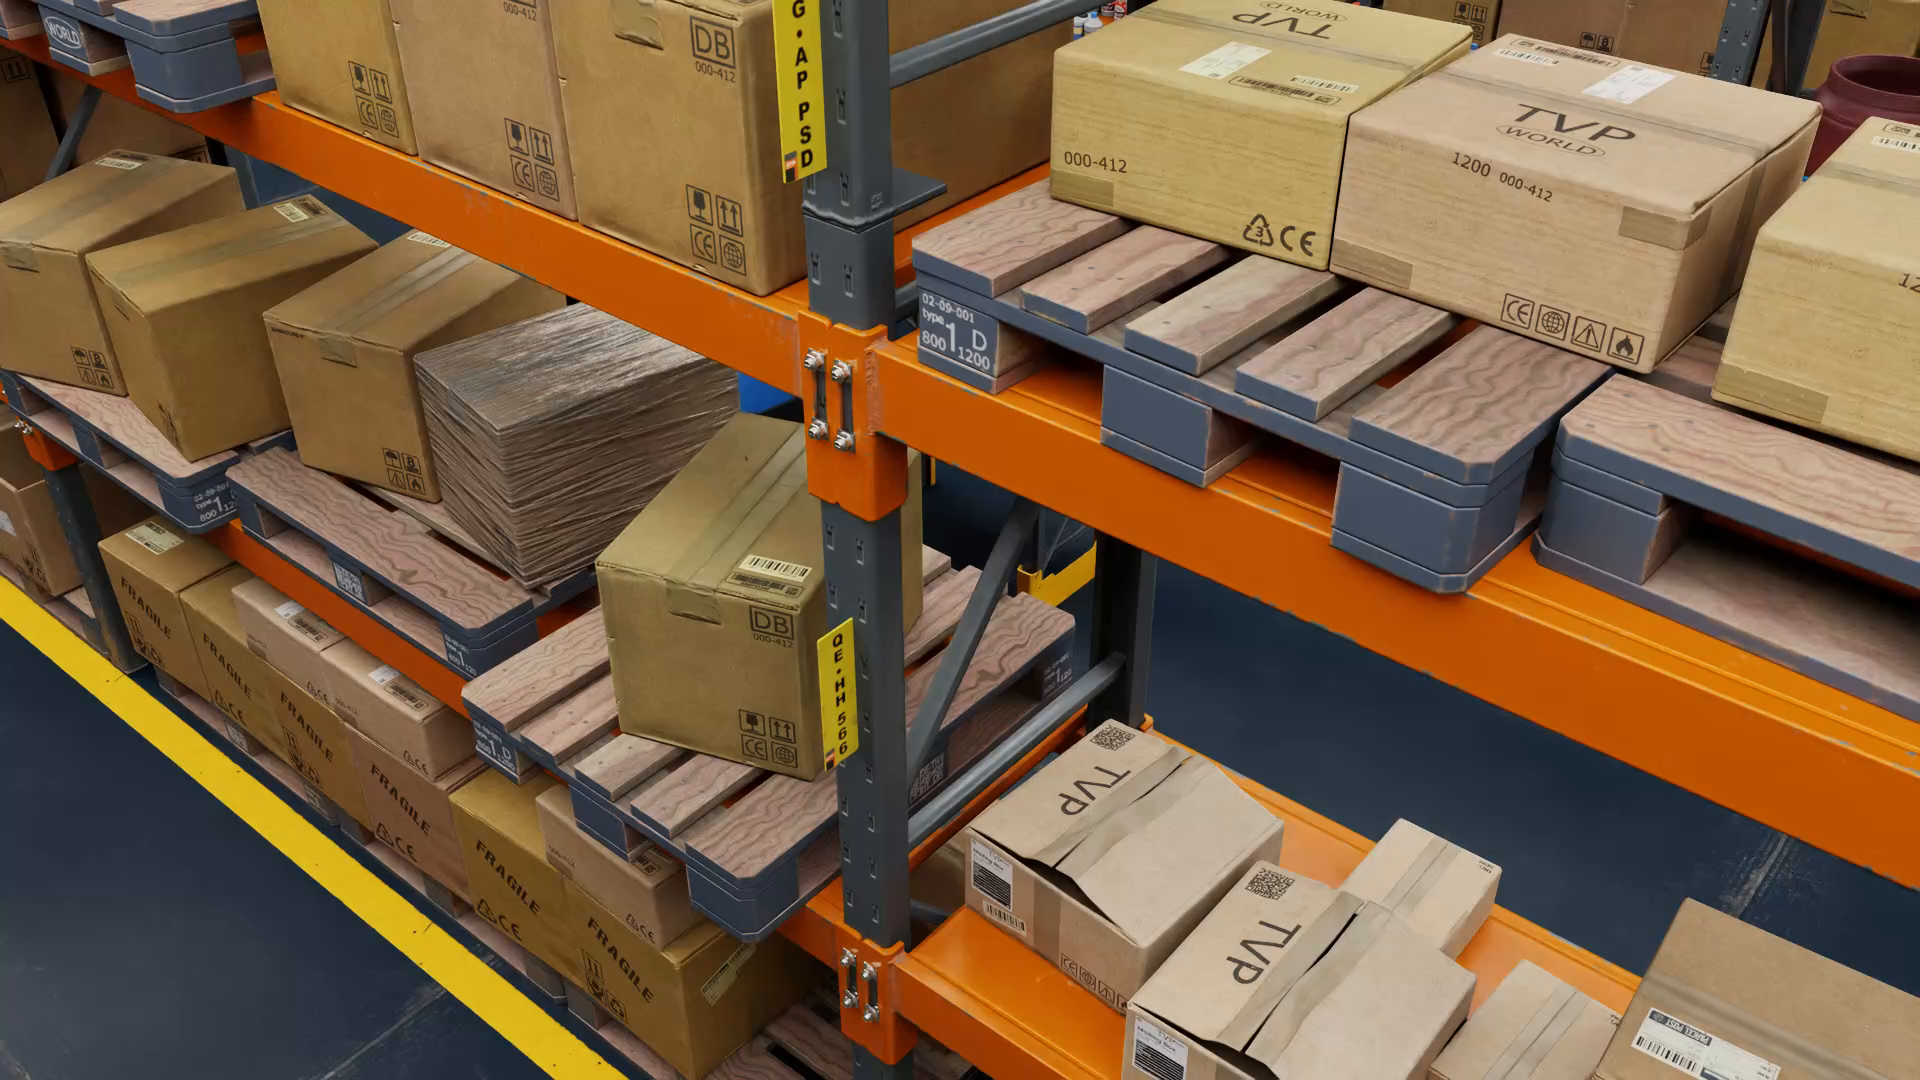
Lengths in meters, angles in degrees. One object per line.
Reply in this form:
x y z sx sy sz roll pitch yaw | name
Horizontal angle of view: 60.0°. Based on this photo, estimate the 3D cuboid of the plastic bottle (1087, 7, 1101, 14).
0.716 -3.044 9.142 0.135 0.276 0.152 25 42 32 | plastic bottle

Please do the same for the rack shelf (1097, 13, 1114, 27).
1.743 -2.076 8.259 4.000 0.370 1.077 25 42 32 | rack shelf

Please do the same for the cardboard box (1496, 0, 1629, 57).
4.567 -4.003 11.935 0.875 0.875 1.225 24 41 30 | cardboard box

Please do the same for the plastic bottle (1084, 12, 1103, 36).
0.671 -2.524 8.389 0.097 0.271 0.097 0 34 0 | plastic bottle

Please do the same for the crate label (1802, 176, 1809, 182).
3.364 -1.263 6.588 0.416 0.233 0.303 25 42 32 | crate label

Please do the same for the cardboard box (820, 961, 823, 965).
-0.465 0.878 5.141 0.500 0.500 0.500 24 41 30 | cardboard box

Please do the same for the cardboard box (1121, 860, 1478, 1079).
0.671 0.951 3.295 0.500 0.311 0.500 25 42 31 | cardboard box

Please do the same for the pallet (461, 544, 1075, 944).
-0.458 0.370 4.231 1.003 0.211 1.213 25 42 32 | pallet

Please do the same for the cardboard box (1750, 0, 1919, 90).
5.932 -3.359 10.998 0.875 0.875 1.225 23 41 30 | cardboard box

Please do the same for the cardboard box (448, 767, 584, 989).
-1.158 0.930 5.065 0.500 0.500 0.500 24 41 30 | cardboard box

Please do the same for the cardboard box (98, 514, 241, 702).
-2.750 0.187 6.147 0.500 0.500 0.500 23 41 30 | cardboard box

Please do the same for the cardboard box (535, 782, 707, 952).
-0.807 0.790 4.606 0.500 0.250 0.500 27 43 33 | cardboard box

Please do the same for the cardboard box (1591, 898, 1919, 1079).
1.408 1.065 2.961 0.500 0.500 0.500 23 41 29 | cardboard box

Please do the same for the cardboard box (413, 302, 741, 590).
-1.029 -0.302 4.581 0.700 0.500 0.500 -25 42 -31 | cardboard box

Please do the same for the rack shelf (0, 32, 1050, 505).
-1.429 -1.159 4.273 4.000 0.370 1.077 25 42 32 | rack shelf

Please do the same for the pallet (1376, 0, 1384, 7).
2.841 -4.412 13.488 1.213 0.211 1.003 25 42 32 | pallet

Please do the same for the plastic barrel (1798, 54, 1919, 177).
3.831 -1.668 6.909 0.708 0.536 0.600 25 42 32 | plastic barrel

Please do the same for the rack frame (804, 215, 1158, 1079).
0.108 0.506 3.864 0.127 3.000 1.000 25 42 32 | rack frame

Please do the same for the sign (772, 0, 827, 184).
-0.241 -0.709 2.526 0.005 0.325 0.100 25 42 32 | sign

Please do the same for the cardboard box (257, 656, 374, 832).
-1.954 0.560 5.605 0.500 0.500 0.500 26 42 32 | cardboard box

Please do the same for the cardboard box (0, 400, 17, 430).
-4.162 -0.371 7.127 0.500 0.311 0.500 25 42 32 | cardboard box

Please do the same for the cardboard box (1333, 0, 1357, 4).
2.919 -4.823 13.129 0.875 0.875 0.875 25 42 32 | cardboard box

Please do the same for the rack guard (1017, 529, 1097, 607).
0.441 0.105 6.876 0.087 0.250 0.587 25 42 32 | rack guard

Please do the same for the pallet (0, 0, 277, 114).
-1.711 -1.461 4.244 1.003 0.211 1.213 25 42 32 | pallet

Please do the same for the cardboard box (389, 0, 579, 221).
-0.641 -1.100 3.464 0.500 0.500 0.910 25 42 32 | cardboard box

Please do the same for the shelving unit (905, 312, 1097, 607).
0.059 -0.591 6.785 1.083 1.500 0.587 25 42 32 | shelving unit

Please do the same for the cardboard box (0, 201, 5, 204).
-3.514 -1.054 6.047 0.500 0.500 0.500 26 42 33 | cardboard box

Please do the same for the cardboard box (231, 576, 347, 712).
-1.982 0.240 5.408 0.500 0.250 0.500 25 42 32 | cardboard box

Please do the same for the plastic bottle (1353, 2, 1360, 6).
1.968 -2.487 8.265 0.185 0.351 0.144 25 42 32 | plastic bottle

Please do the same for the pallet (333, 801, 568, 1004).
-1.375 0.926 5.715 1.213 0.211 1.003 25 42 32 | pallet

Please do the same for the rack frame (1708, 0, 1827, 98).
3.280 -1.648 7.000 0.127 3.000 1.000 25 42 32 | rack frame

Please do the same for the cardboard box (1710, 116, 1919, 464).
1.340 -0.308 2.161 0.500 0.250 0.500 24 41 31 | cardboard box

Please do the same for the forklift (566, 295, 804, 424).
-1.726 -2.258 7.949 1.130 2.935 3.031 -28 43 -34 | forklift

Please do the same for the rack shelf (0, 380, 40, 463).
-4.503 -1.371 7.232 4.000 0.370 1.077 25 42 32 | rack shelf

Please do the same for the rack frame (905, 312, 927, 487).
-0.325 -0.771 7.049 0.032 1.500 0.500 25 42 32 | rack frame

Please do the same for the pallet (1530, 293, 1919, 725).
1.548 -0.042 2.179 1.213 0.211 1.003 27 43 34 | pallet

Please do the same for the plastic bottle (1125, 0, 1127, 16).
0.931 -2.820 8.881 0.097 0.201 0.097 0 34 0 | plastic bottle

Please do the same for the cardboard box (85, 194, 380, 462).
-2.176 -0.667 5.112 0.700 0.500 0.500 -26 42 -33 | cardboard box

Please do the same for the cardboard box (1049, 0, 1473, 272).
0.493 -0.702 2.735 0.500 0.250 0.500 22 40 29 | cardboard box

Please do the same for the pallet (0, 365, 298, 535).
-2.422 -0.527 5.537 1.213 0.211 1.003 25 42 32 | pallet

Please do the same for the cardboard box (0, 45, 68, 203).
-3.520 -1.467 5.765 0.500 0.500 0.500 25 42 32 | cardboard box
